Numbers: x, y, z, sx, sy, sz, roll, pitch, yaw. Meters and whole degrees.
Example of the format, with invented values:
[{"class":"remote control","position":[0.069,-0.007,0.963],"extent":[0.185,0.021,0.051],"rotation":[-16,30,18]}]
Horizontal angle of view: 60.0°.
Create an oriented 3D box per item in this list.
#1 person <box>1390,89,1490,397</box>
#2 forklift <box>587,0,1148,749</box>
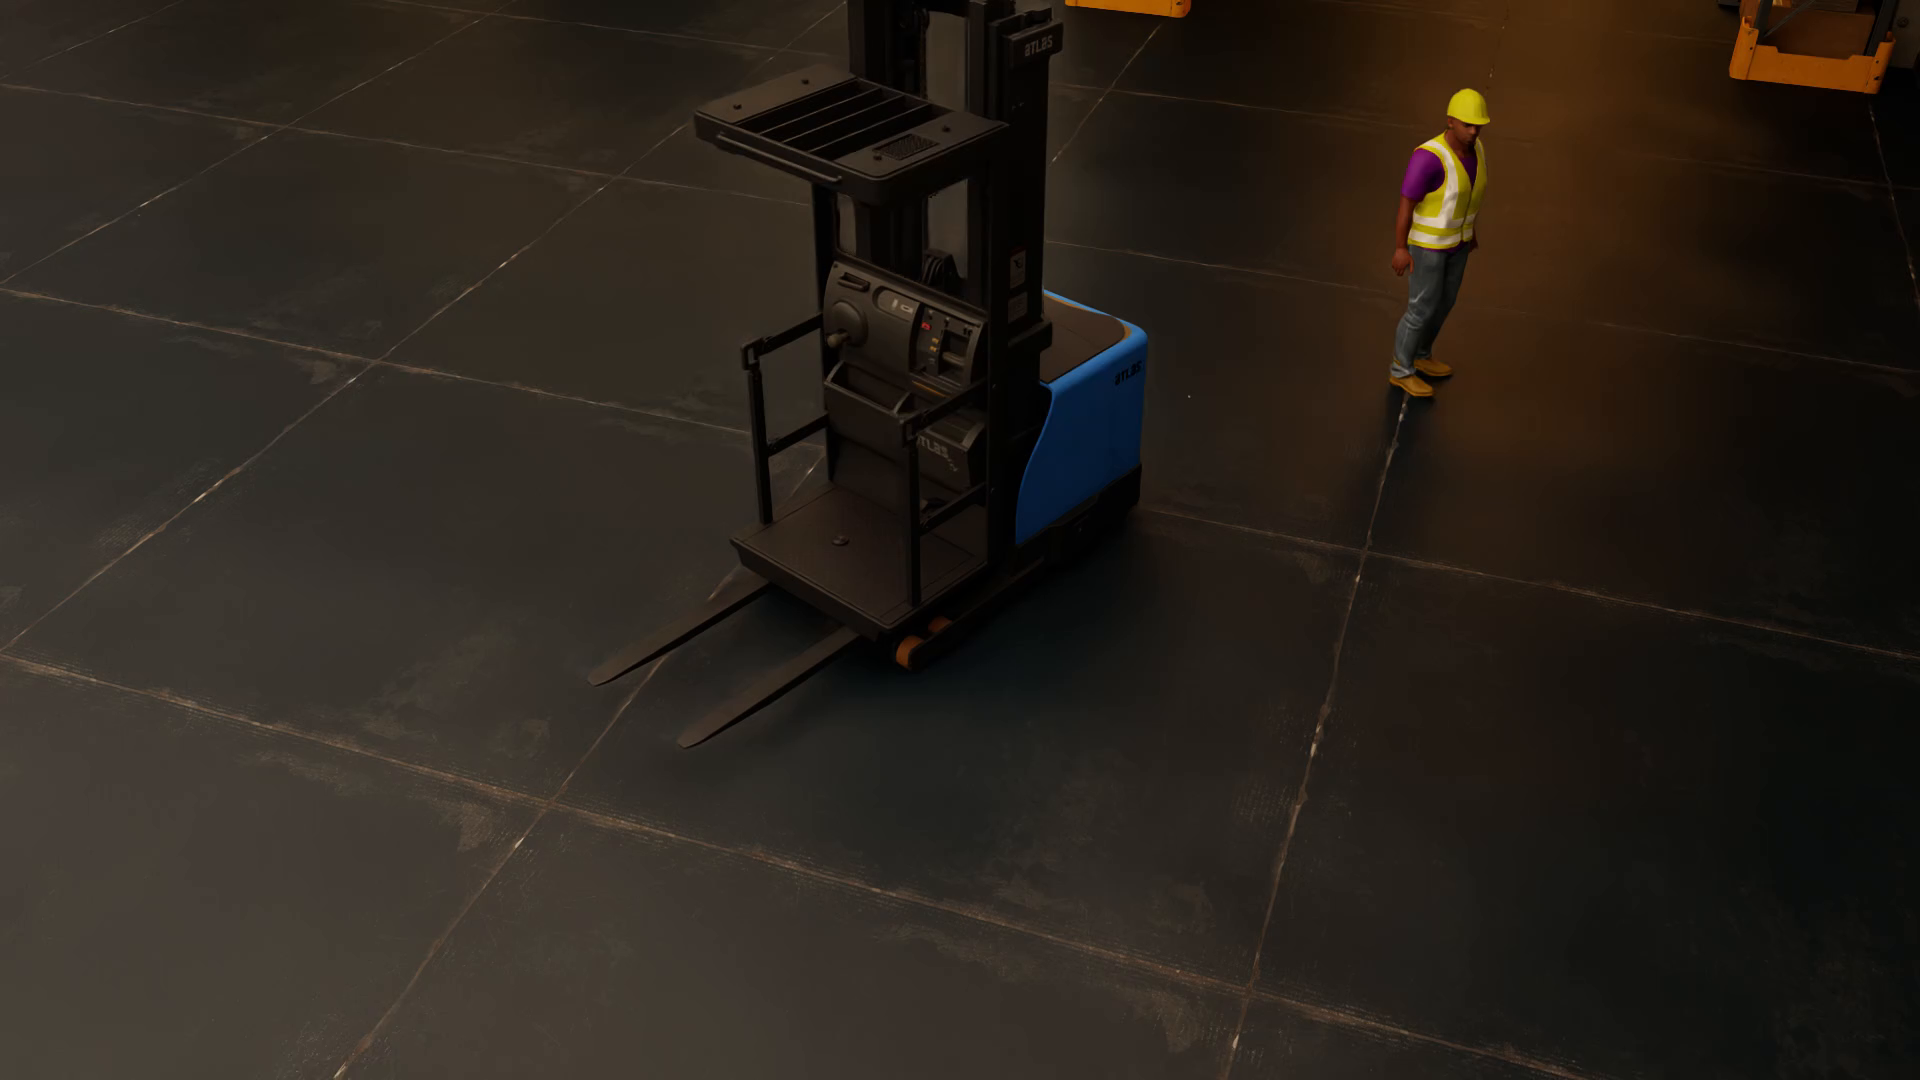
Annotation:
[{"class":"person","position":[2.765,-1.696,9.514],"extent":[0.687,1.768,0.419],"rotation":[-27,43,-33]},{"class":"forklift","position":[-0.405,-0.916,7.402],"extent":[1.130,2.935,3.031],"rotation":[27,44,33]}]
